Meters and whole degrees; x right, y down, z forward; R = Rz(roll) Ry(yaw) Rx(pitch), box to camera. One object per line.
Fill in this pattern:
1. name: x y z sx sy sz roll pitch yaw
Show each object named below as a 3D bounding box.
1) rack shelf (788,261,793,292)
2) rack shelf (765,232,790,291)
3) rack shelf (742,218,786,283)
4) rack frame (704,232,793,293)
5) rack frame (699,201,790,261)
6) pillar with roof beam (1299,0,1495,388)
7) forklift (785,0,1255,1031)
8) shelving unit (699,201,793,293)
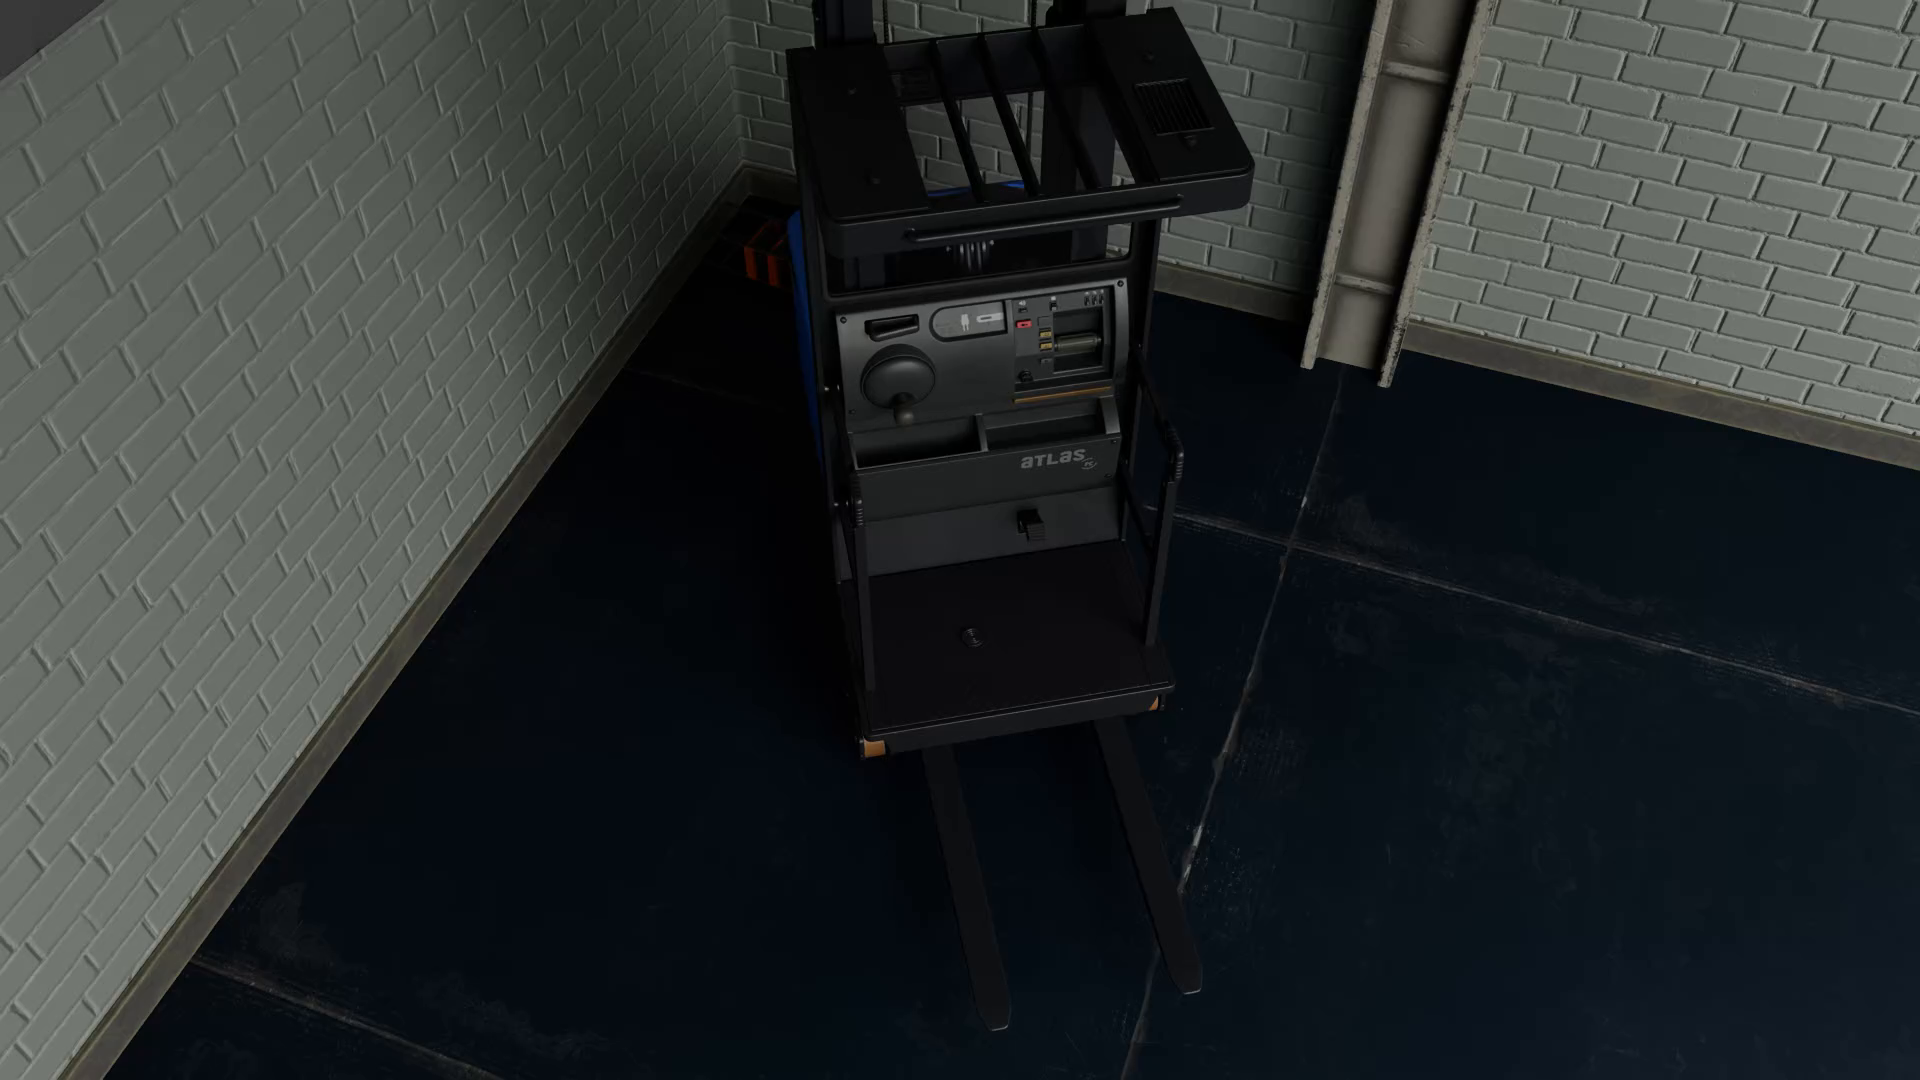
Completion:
1. rack shelf: -0.671 -1.257 7.577 0.103 0.180 0.258 21 52 17
2. rack shelf: -0.778 -1.298 7.613 0.103 0.180 0.258 21 52 17
3. rack shelf: -0.885 -1.338 7.649 0.103 0.180 0.258 21 52 17
4. rack frame: -0.603 -1.172 7.624 1.200 0.006 0.240 21 52 17
5. rack frame: -0.604 -1.292 7.486 1.200 0.006 0.240 21 52 17
6. pillar with roof beam: 0.230 -0.713 1.279 0.400 9.000 9.100 16 51 13
7. forklift: 0.121 -0.498 5.109 1.130 2.935 3.031 -9 50 -7
8. shelving unit: -0.603 -1.232 7.555 1.200 0.189 0.258 21 52 17
